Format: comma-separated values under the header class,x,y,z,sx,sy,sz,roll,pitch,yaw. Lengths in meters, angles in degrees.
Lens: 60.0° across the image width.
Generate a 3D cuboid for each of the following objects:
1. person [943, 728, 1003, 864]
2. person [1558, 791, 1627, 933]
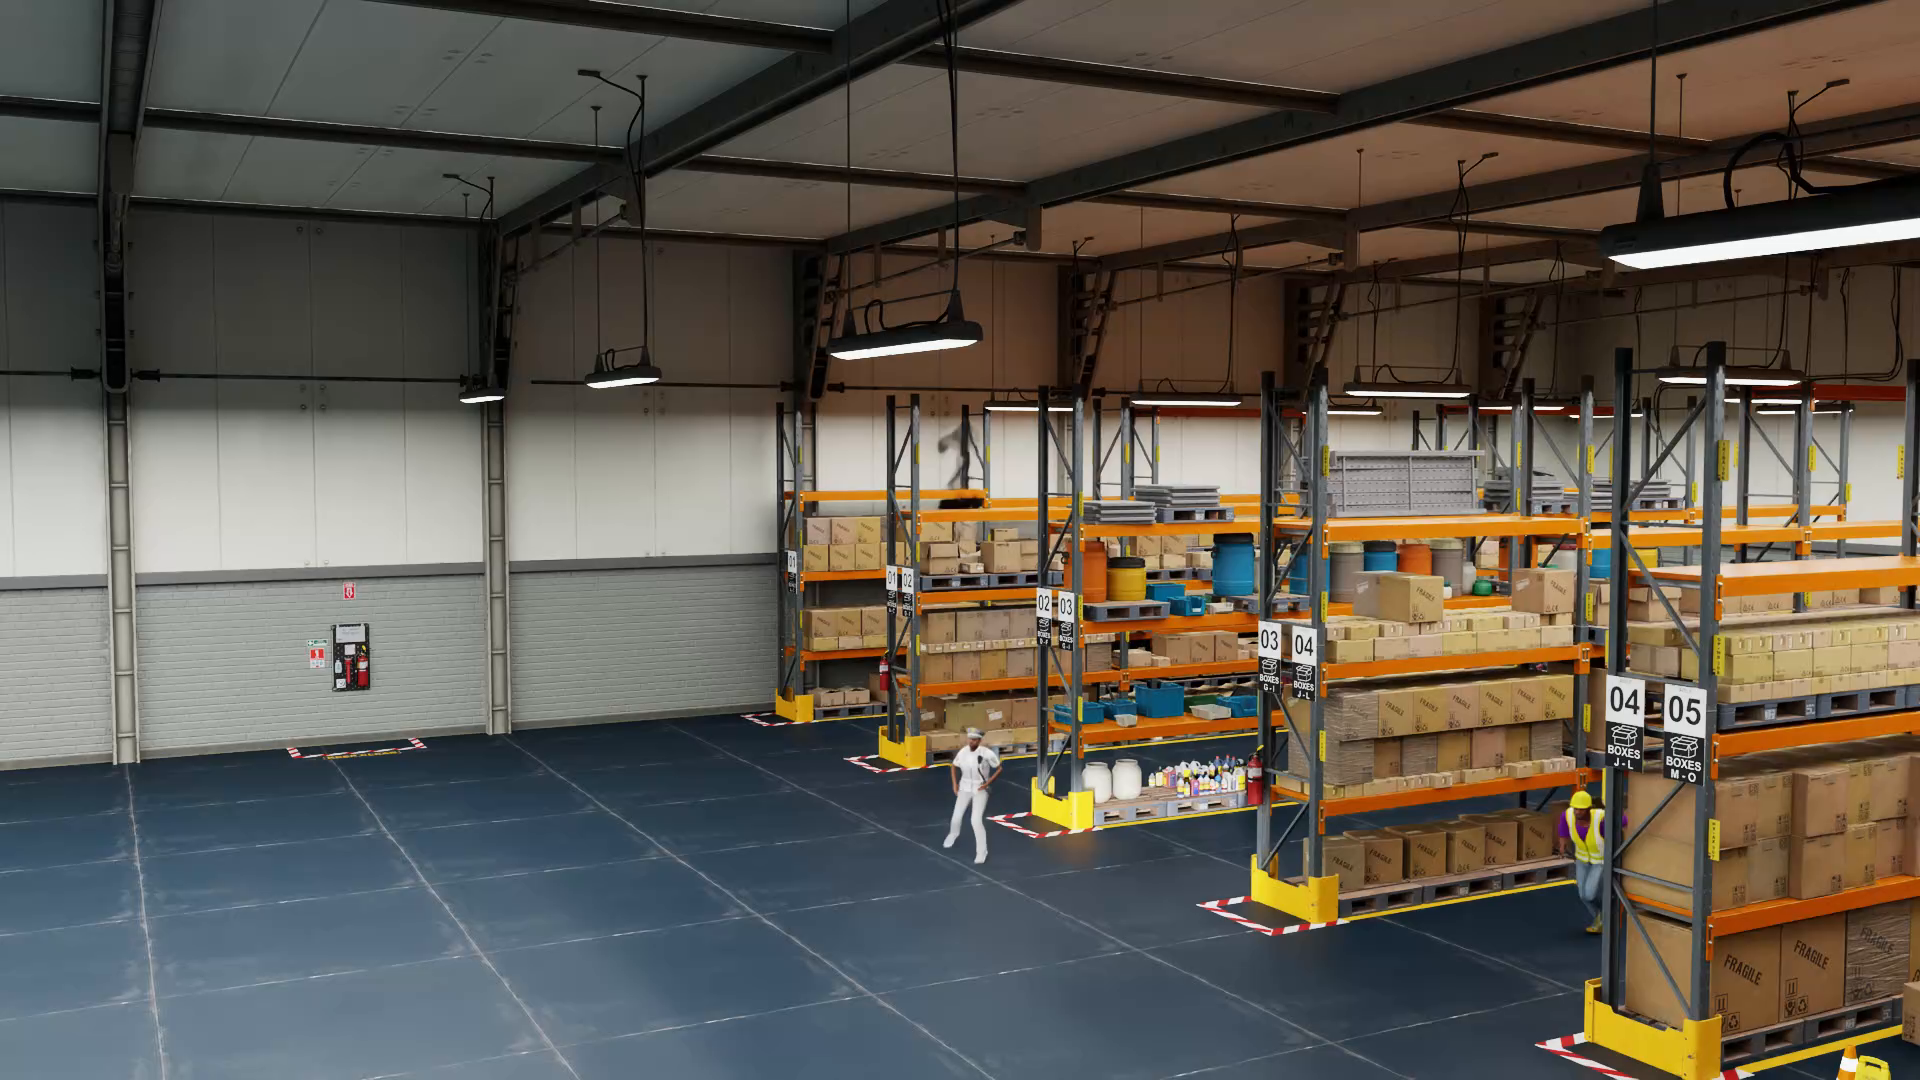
class,x,y,z,sx,sy,sz,roll,pitch,yaw
person,0.127,3.173,20.927,0.822,1.693,0.707,1,3,18
person,6.636,3.380,17.375,0.863,1.585,0.736,-3,4,-44
